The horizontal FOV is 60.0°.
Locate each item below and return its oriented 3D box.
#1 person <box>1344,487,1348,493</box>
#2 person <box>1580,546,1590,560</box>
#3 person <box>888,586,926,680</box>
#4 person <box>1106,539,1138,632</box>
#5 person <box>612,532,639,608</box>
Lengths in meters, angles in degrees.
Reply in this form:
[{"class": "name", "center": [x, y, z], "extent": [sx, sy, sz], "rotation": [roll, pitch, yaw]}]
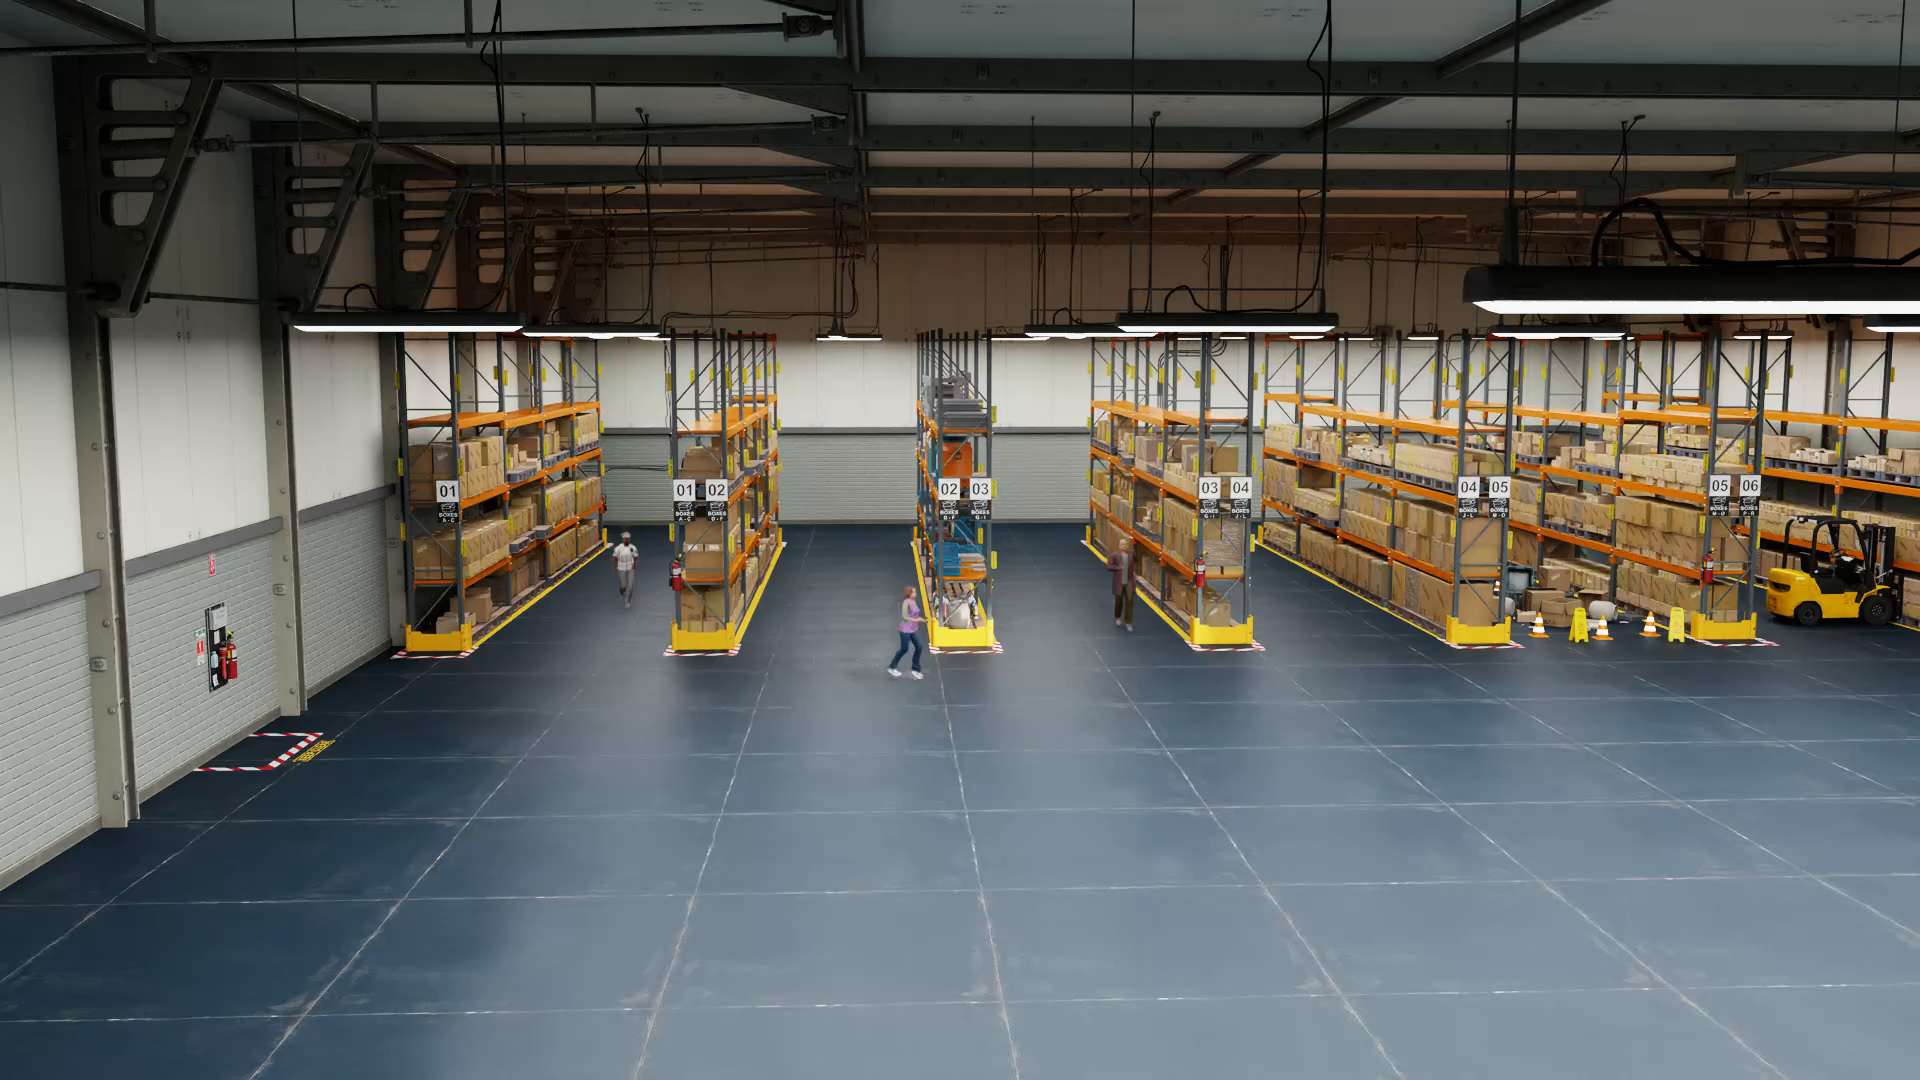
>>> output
[{"class": "person", "center": [10.692, -0.588, 46.166], "extent": [0.643, 1.743, 0.901], "rotation": [-1, 7, -7]}, {"class": "person", "center": [15.771, -0.162, 42.479], "extent": [0.702, 1.761, 0.952], "rotation": [-1, 7, -10]}, {"class": "person", "center": [-0.887, 1.595, 28.420], "extent": [0.709, 1.658, 0.552], "rotation": [3, 7, 25]}, {"class": "person", "center": [3.277, 0.884, 33.419], "extent": [0.690, 1.819, 0.910], "rotation": [0, 7, -3]}, {"class": "person", "center": [-7.255, 0.651, 36.161], "extent": [0.580, 1.660, 0.556], "rotation": [-2, 7, -18]}]
